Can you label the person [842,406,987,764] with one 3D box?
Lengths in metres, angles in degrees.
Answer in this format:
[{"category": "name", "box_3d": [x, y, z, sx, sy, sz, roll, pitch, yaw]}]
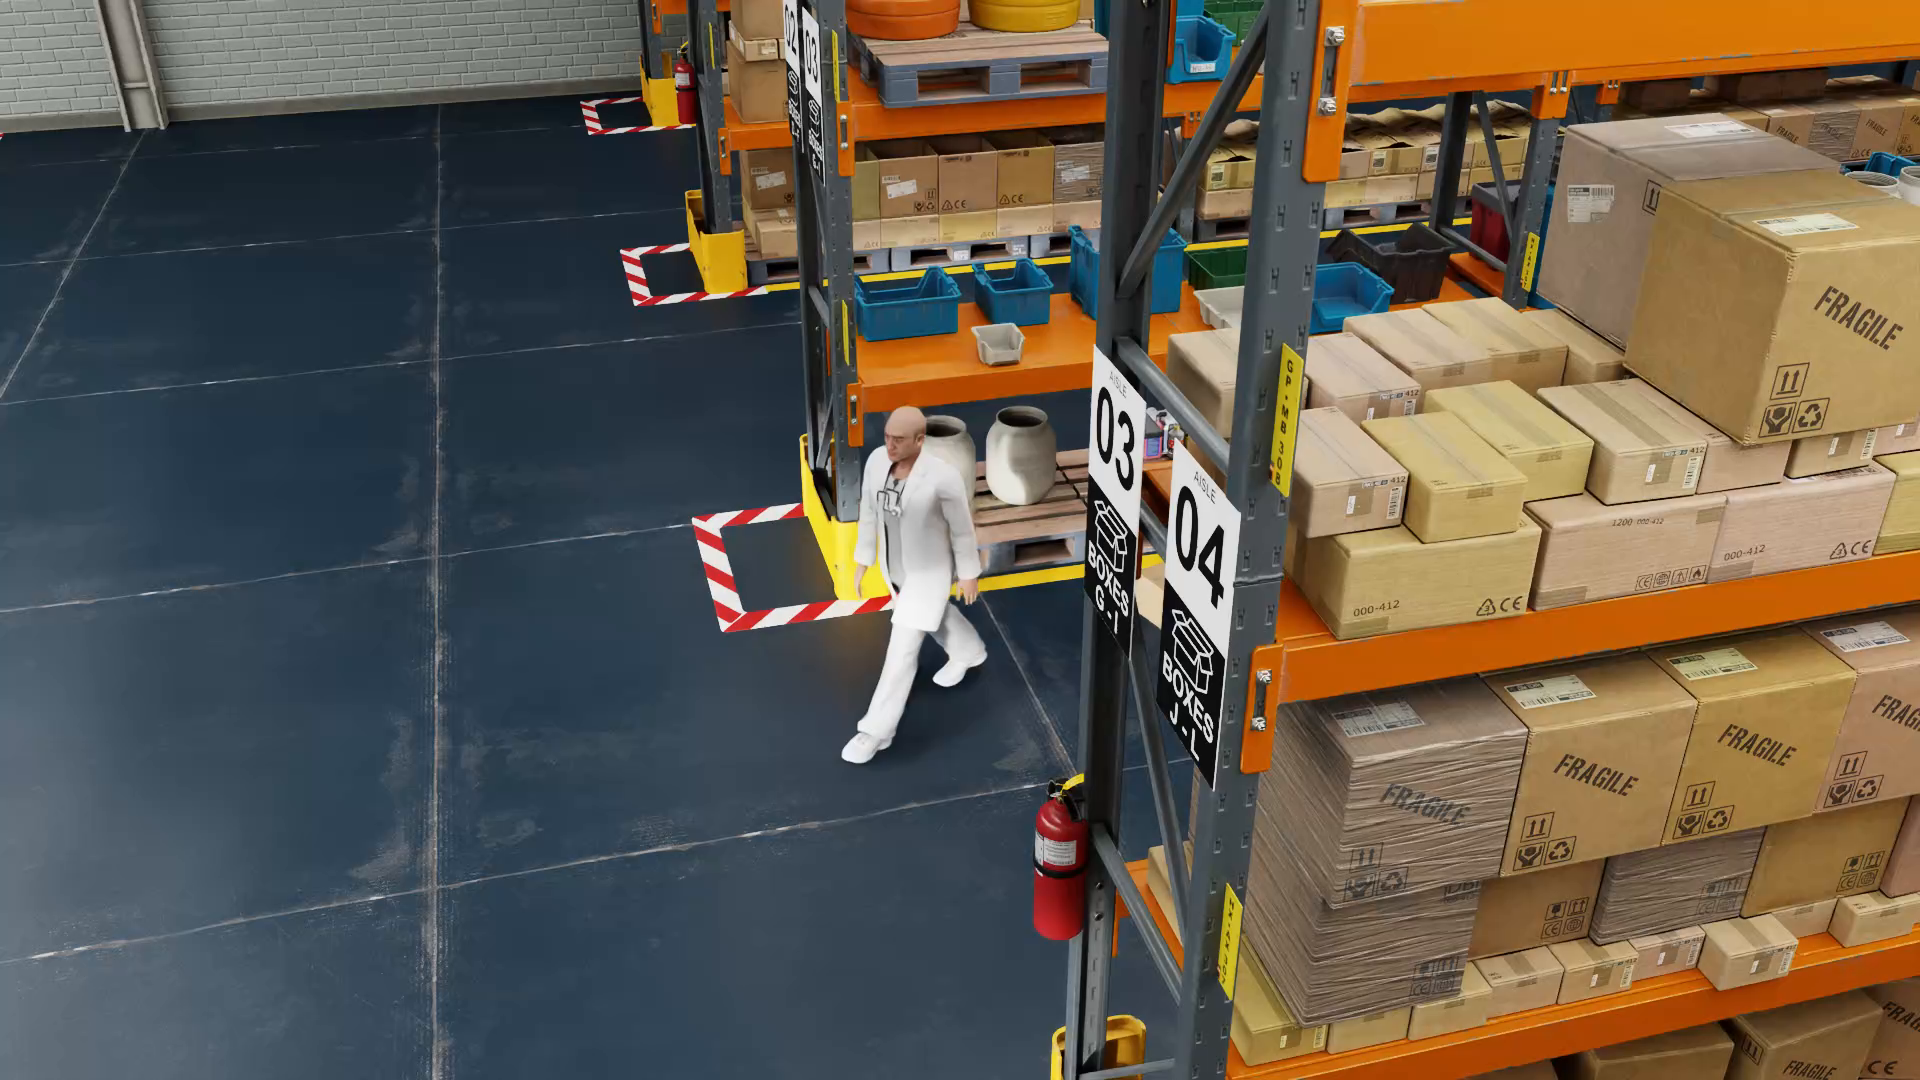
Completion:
[{"category": "person", "box_3d": [-0.244, 0.136, 8.029, 0.591, 1.717, 1.165, 25, 38, 37]}]
